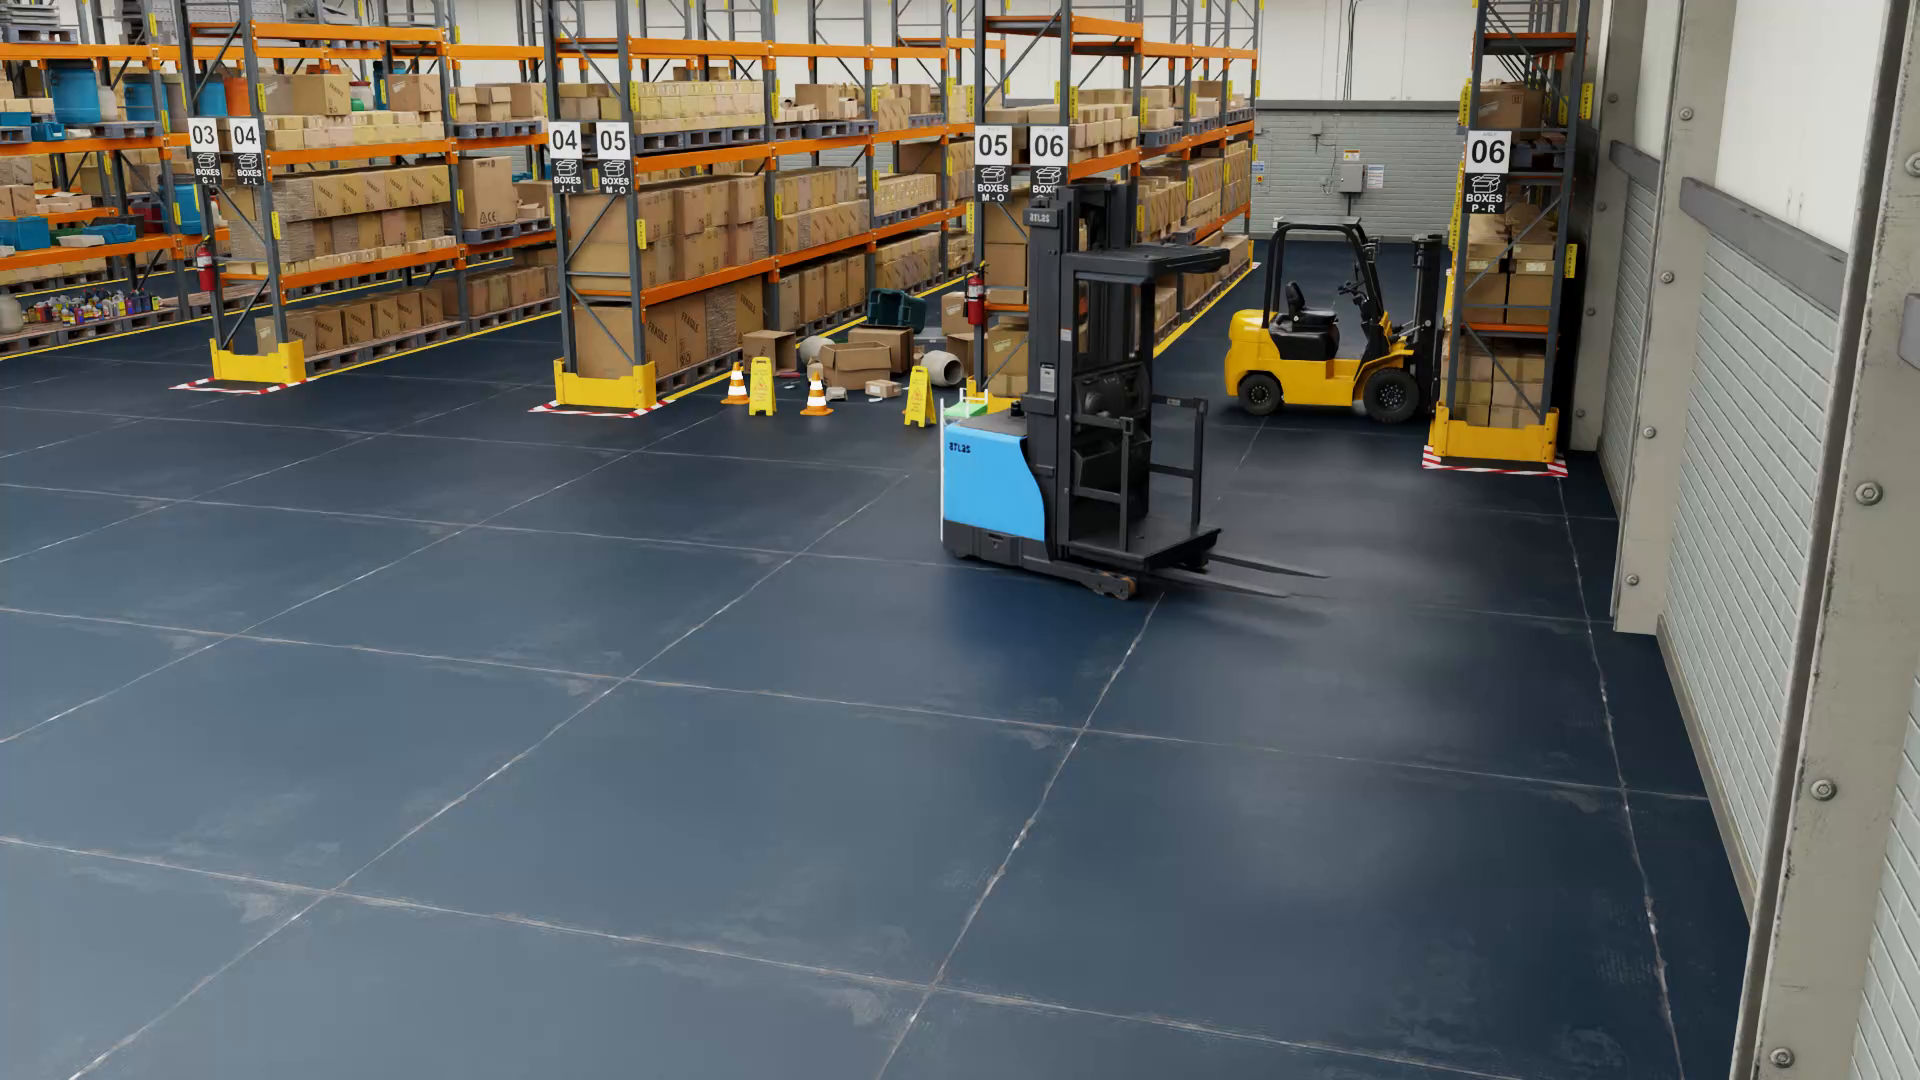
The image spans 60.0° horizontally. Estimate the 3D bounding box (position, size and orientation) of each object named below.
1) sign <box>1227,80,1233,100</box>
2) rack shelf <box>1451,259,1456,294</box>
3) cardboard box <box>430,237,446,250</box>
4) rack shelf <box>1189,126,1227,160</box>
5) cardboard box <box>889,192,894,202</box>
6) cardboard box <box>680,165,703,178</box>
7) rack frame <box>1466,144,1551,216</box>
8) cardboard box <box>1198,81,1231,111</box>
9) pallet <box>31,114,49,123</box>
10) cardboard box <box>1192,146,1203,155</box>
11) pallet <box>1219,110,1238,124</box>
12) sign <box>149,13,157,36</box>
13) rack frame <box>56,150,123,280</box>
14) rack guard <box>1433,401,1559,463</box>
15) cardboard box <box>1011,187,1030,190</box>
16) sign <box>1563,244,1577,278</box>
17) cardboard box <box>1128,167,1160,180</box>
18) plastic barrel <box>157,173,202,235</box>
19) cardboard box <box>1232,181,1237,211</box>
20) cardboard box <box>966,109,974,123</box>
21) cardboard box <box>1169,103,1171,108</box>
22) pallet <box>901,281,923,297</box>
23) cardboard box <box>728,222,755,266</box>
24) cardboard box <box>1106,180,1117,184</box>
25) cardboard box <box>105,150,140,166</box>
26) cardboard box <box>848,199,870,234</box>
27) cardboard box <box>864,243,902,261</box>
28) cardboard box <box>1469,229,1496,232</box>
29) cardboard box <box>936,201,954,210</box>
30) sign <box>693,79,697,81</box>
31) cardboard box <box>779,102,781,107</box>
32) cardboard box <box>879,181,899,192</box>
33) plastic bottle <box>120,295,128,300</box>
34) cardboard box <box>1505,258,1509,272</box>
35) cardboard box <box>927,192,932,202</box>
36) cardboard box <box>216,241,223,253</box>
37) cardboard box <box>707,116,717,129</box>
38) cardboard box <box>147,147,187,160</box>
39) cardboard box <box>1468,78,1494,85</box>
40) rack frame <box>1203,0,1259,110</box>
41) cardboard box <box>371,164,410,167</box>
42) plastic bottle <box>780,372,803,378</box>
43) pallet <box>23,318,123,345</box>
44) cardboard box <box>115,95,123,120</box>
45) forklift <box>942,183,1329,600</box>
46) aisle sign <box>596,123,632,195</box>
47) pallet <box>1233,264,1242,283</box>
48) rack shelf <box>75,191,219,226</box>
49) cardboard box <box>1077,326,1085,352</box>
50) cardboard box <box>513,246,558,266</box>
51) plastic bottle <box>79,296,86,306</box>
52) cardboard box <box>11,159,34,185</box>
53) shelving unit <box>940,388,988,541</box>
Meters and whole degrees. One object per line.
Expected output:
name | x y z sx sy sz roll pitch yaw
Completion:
sign | 4.578 -7.632 28.218 0.100 0.325 0.005 5 16 16
rack shelf | 7.110 -3.528 22.091 1.077 0.370 4.000 5 16 16
cardboard box | -7.579 -4.239 23.738 0.380 0.149 0.250 5 16 16
rack shelf | 3.487 -6.402 26.724 1.077 0.370 4.000 5 16 16
cardboard box | -1.307 -5.682 27.509 0.380 0.149 0.250 5 17 16
cardboard box | -5.065 -7.134 31.839 0.500 0.500 0.500 5 16 16
rack frame | 6.542 -3.351 20.148 1.000 3.000 0.127 5 16 16
cardboard box | 4.424 -7.707 28.872 0.500 0.500 0.500 5 17 17
pallet | -16.502 -7.194 28.546 1.003 0.211 1.213 5 17 18
cardboard box | 4.097 -6.900 29.454 0.380 0.149 0.250 5 16 16
pallet | 4.298 -7.442 29.235 1.003 0.211 1.213 5 16 16
sign | -11.944 -7.628 24.614 0.100 0.325 0.005 5 16 16
rack frame | -16.080 -6.319 30.612 1.000 3.000 0.127 5 16 16
rack guard | 5.398 -1.096 16.777 1.175 0.500 0.348 5 16 16
cardboard box | 0.778 -3.785 19.115 0.700 0.500 0.500 4 16 15
sign | 5.935 -2.715 16.172 0.100 0.325 0.005 5 16 16
cardboard box | 2.814 -5.466 25.589 0.500 0.500 0.500 4 16 14
plastic barrel | -12.068 -5.207 25.770 0.600 0.901 0.708 5 16 16
cardboard box | 4.734 -6.240 30.148 0.500 0.500 0.500 5 17 16
cardboard box | -0.035 -7.924 31.046 0.500 0.250 0.500 5 17 18
cardboard box | 2.639 -6.026 23.896 0.700 0.500 0.500 5 16 16
pallet | -1.284 -4.320 28.674 1.003 0.211 1.213 5 16 16
cardboard box | -3.221 -3.922 21.884 0.875 0.550 0.550 5 16 16
cardboard box | 1.935 -4.834 22.687 0.380 0.149 0.250 4 16 13
cardboard box | -19.114 -8.416 37.453 0.980 0.700 0.700 4 16 13
cardboard box | -1.727 -5.049 25.948 0.500 0.500 0.500 5 16 16
cardboard box | -1.284 -4.794 27.670 0.500 0.250 0.500 4 16 15
cardboard box | 5.571 -3.260 17.908 0.380 0.149 0.250 5 17 17
cardboard box | -0.325 -6.114 30.347 0.380 0.149 0.250 5 17 18
sign | -4.923 -8.400 30.928 0.100 0.325 0.005 5 16 16
cardboard box | -2.853 -6.054 23.501 0.500 0.250 0.500 4 16 15
cardboard box | -1.241 -5.887 27.688 0.380 0.149 0.250 5 17 18
plastic bottle | -12.579 -3.553 25.044 0.152 0.276 0.135 5 16 16
cardboard box | 6.078 -2.731 17.777 0.500 0.500 0.500 4 16 15
cardboard box | -0.716 -6.080 29.457 0.380 0.149 0.250 5 17 16
cardboard box | -15.100 -5.964 33.133 0.500 0.500 0.500 5 17 17
cardboard box | -3.223 -5.146 20.484 0.380 0.149 0.250 5 16 16
cardboard box | -18.692 -8.806 38.828 0.980 0.700 0.700 5 17 18
cardboard box | 8.395 -7.307 26.801 0.396 0.266 0.258 4 16 15
rack frame | 5.192 -9.761 31.751 1.000 3.000 0.127 5 16 16
cardboard box | -8.091 -5.078 23.674 0.500 0.500 0.500 5 16 16
plastic bottle | -2.140 -2.098 21.113 0.283 0.061 0.133 -1 16 -3
pallet | -13.044 -3.054 24.208 1.003 0.211 1.213 5 16 16
cardboard box | -15.988 -7.927 30.601 0.910 0.500 0.500 5 16 16
forklift | 1.314 -1.131 12.447 3.031 2.935 1.130 13 20 38
aisle sign | -3.862 -4.255 18.570 0.394 0.787 0.004 5 16 16
pallet | 4.691 -5.000 31.070 1.003 0.211 1.213 5 16 16
rack shelf | -15.511 -6.497 32.555 1.077 0.370 4.000 5 16 16
cardboard box | 1.145 -2.125 18.718 0.500 0.500 0.500 4 16 14
cardboard box | -6.886 -4.603 26.961 0.500 0.250 0.500 7 17 22
plastic bottle | -13.155 -3.517 24.926 0.097 0.271 0.097 0 16 0
cardboard box | -19.719 -7.675 34.628 0.500 0.500 0.500 5 17 16
shelving unit | 0.038 -0.623 13.826 0.258 1.200 0.503 5 17 18
